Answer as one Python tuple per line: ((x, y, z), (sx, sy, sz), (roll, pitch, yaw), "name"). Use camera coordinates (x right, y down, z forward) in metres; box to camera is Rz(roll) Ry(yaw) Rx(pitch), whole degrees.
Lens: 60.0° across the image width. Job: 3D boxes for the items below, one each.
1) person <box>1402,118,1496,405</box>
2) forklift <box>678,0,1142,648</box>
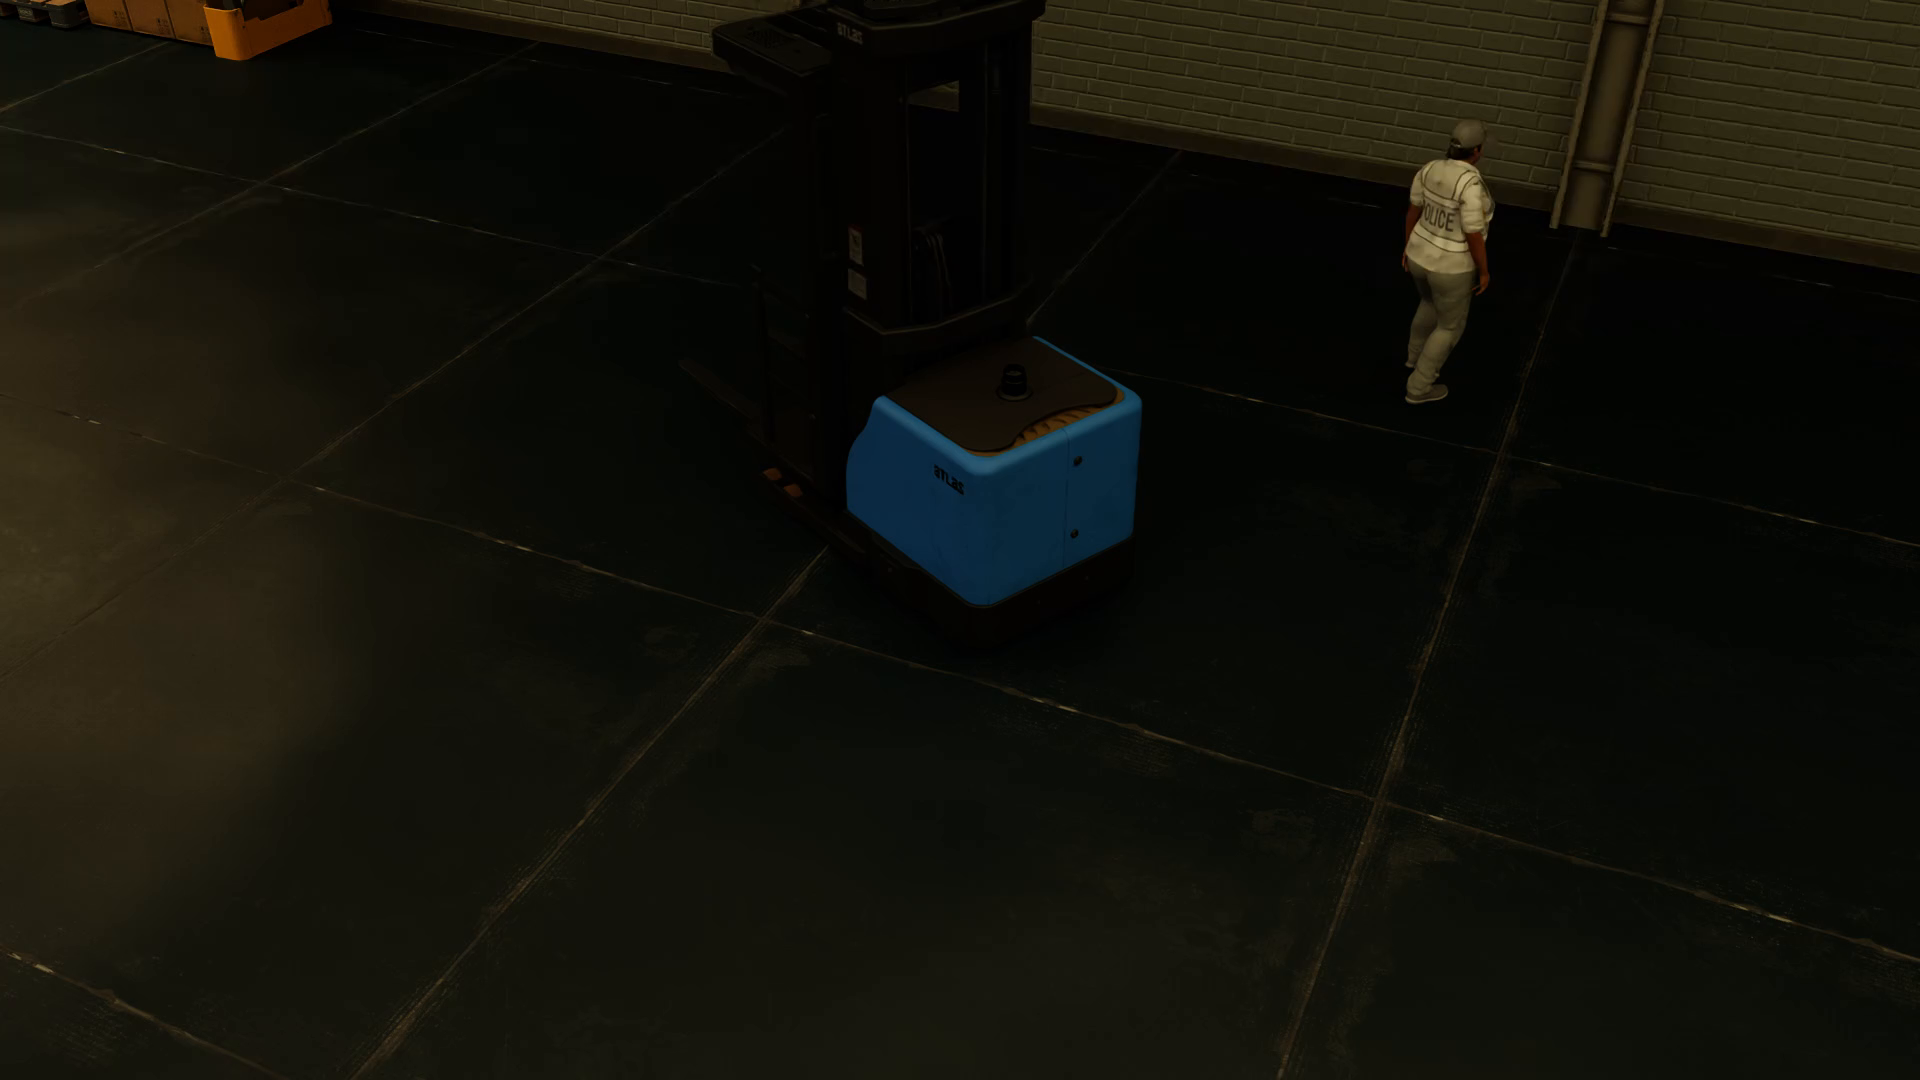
((2.789, -1.570, 9.441), (0.520, 1.707, 0.577), (-17, 39, -22), "person")
((-0.444, -1.482, 8.164), (1.130, 2.935, 3.031), (-25, 42, -30), "forklift")
